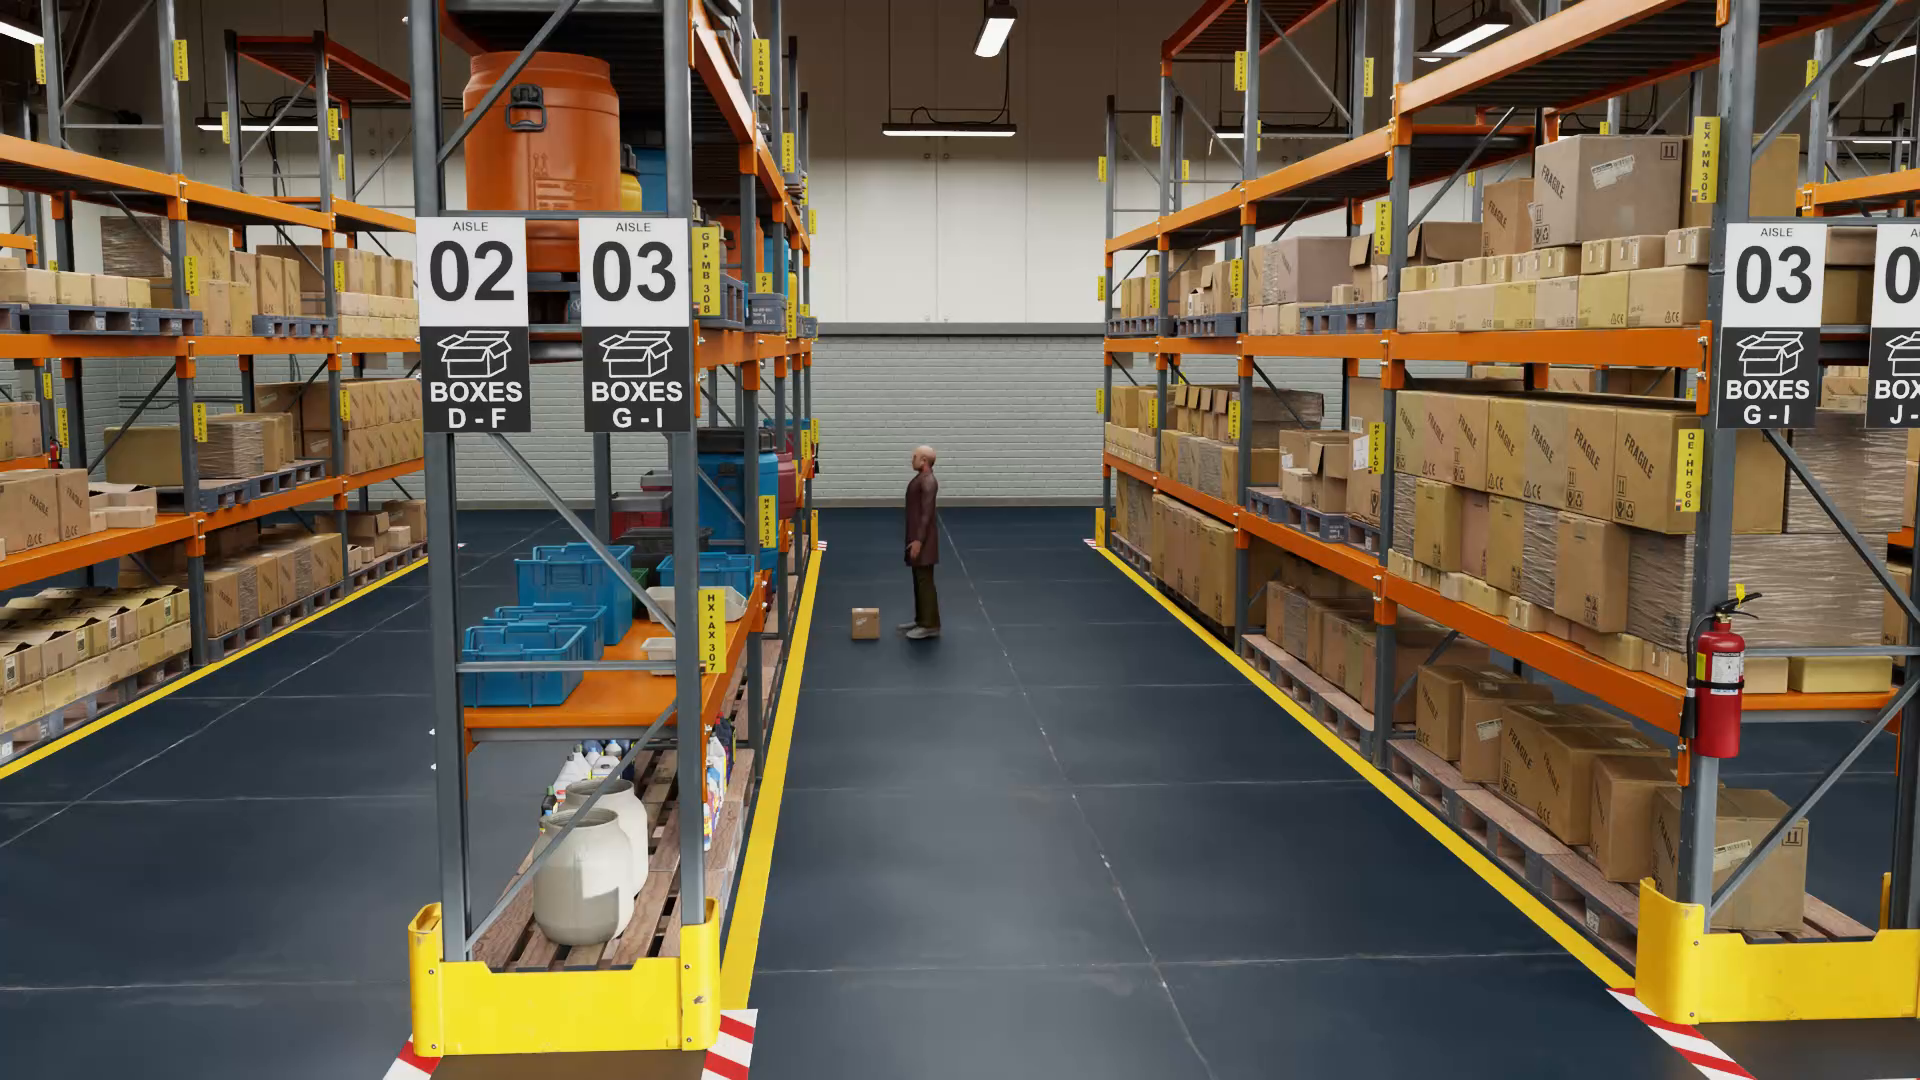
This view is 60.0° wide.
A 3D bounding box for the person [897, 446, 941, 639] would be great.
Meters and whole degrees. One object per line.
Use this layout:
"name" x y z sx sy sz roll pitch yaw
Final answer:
"person" -0.384 0.007 15.598 0.408 1.785 0.591 0 7 -4
